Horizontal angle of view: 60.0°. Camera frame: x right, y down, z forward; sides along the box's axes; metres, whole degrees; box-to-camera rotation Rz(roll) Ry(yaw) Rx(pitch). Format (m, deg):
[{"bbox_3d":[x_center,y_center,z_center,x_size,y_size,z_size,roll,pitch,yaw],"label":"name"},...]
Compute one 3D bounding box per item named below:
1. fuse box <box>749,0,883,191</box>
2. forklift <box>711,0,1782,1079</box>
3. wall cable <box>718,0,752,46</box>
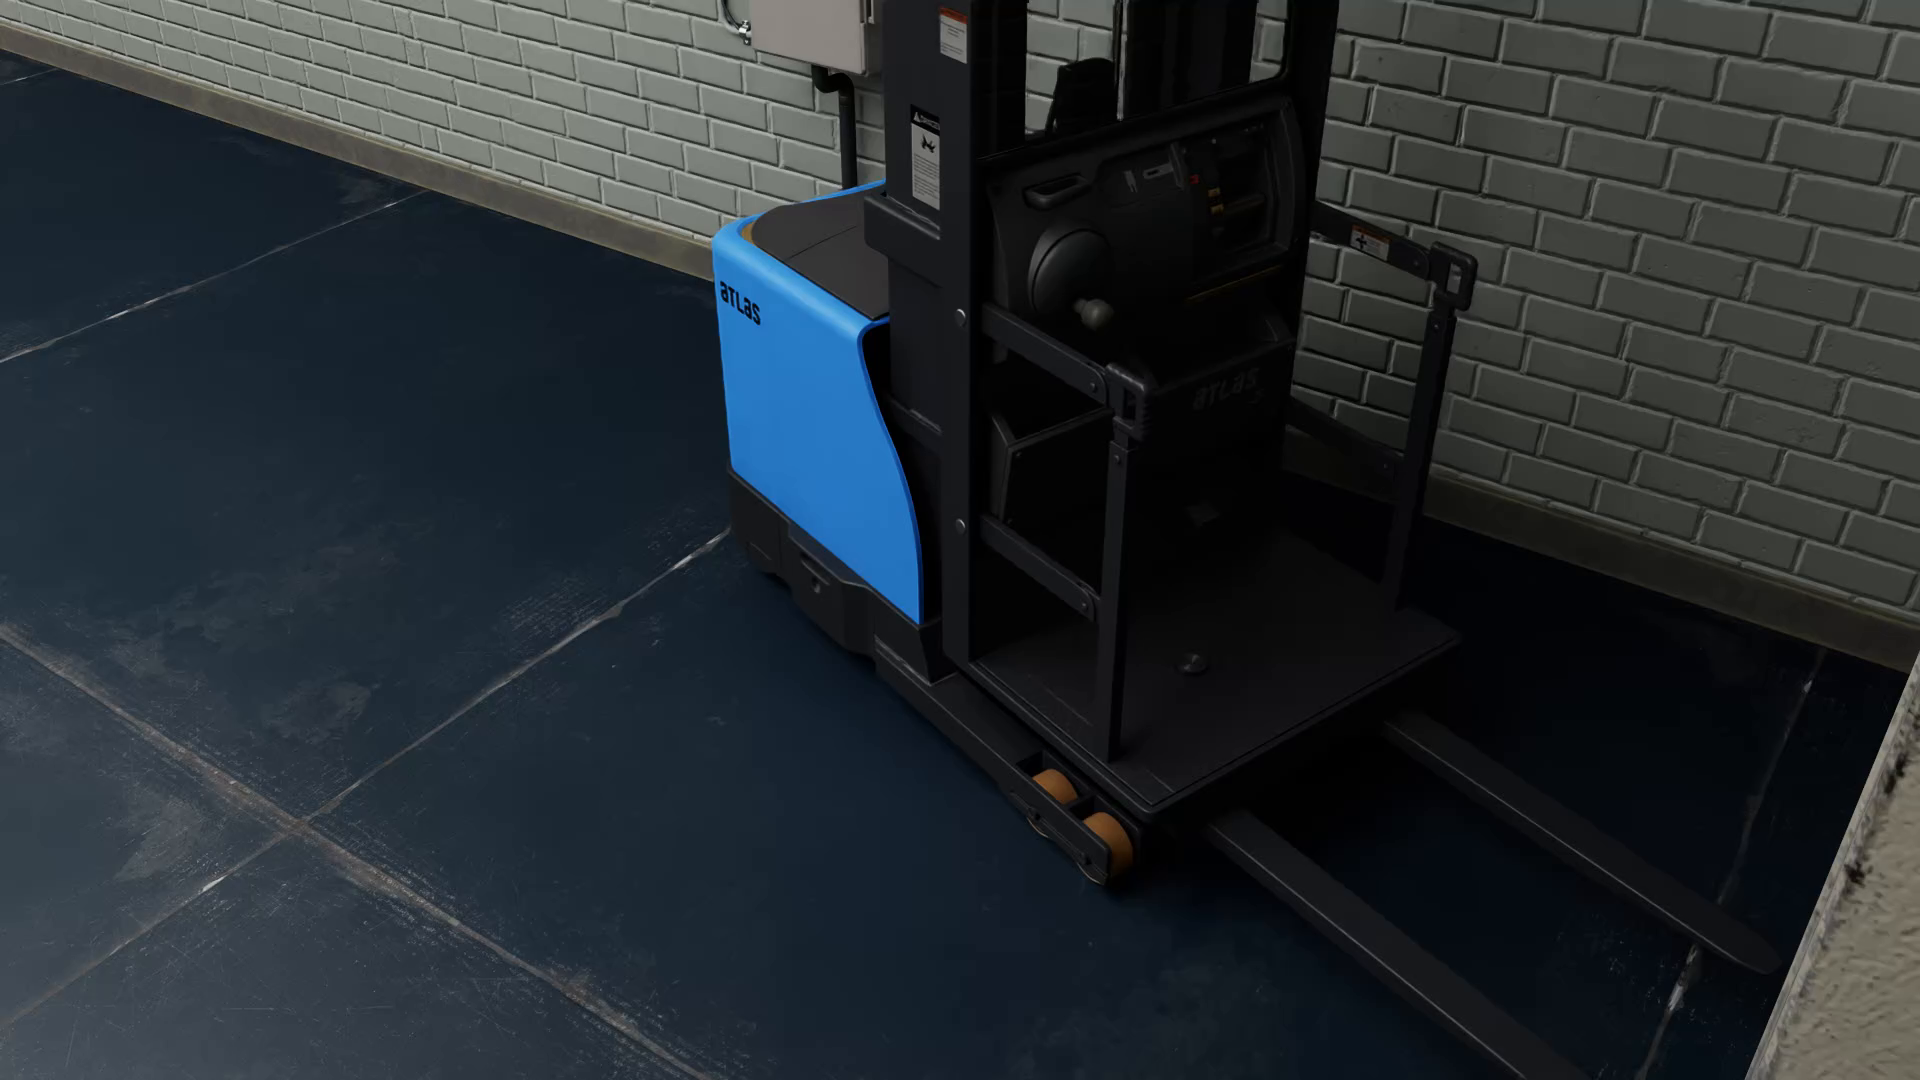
[{"bbox_3d":[-0.461,-1.429,5.835,0.539,1.711,0.414,21,39,28],"label":"fuse box"},{"bbox_3d":[0.574,-0.700,3.669,1.130,2.935,3.031,-23,40,-30],"label":"forklift"},{"bbox_3d":[-0.932,-2.674,5.619,0.588,1.984,0.122,21,39,28],"label":"wall cable"}]
